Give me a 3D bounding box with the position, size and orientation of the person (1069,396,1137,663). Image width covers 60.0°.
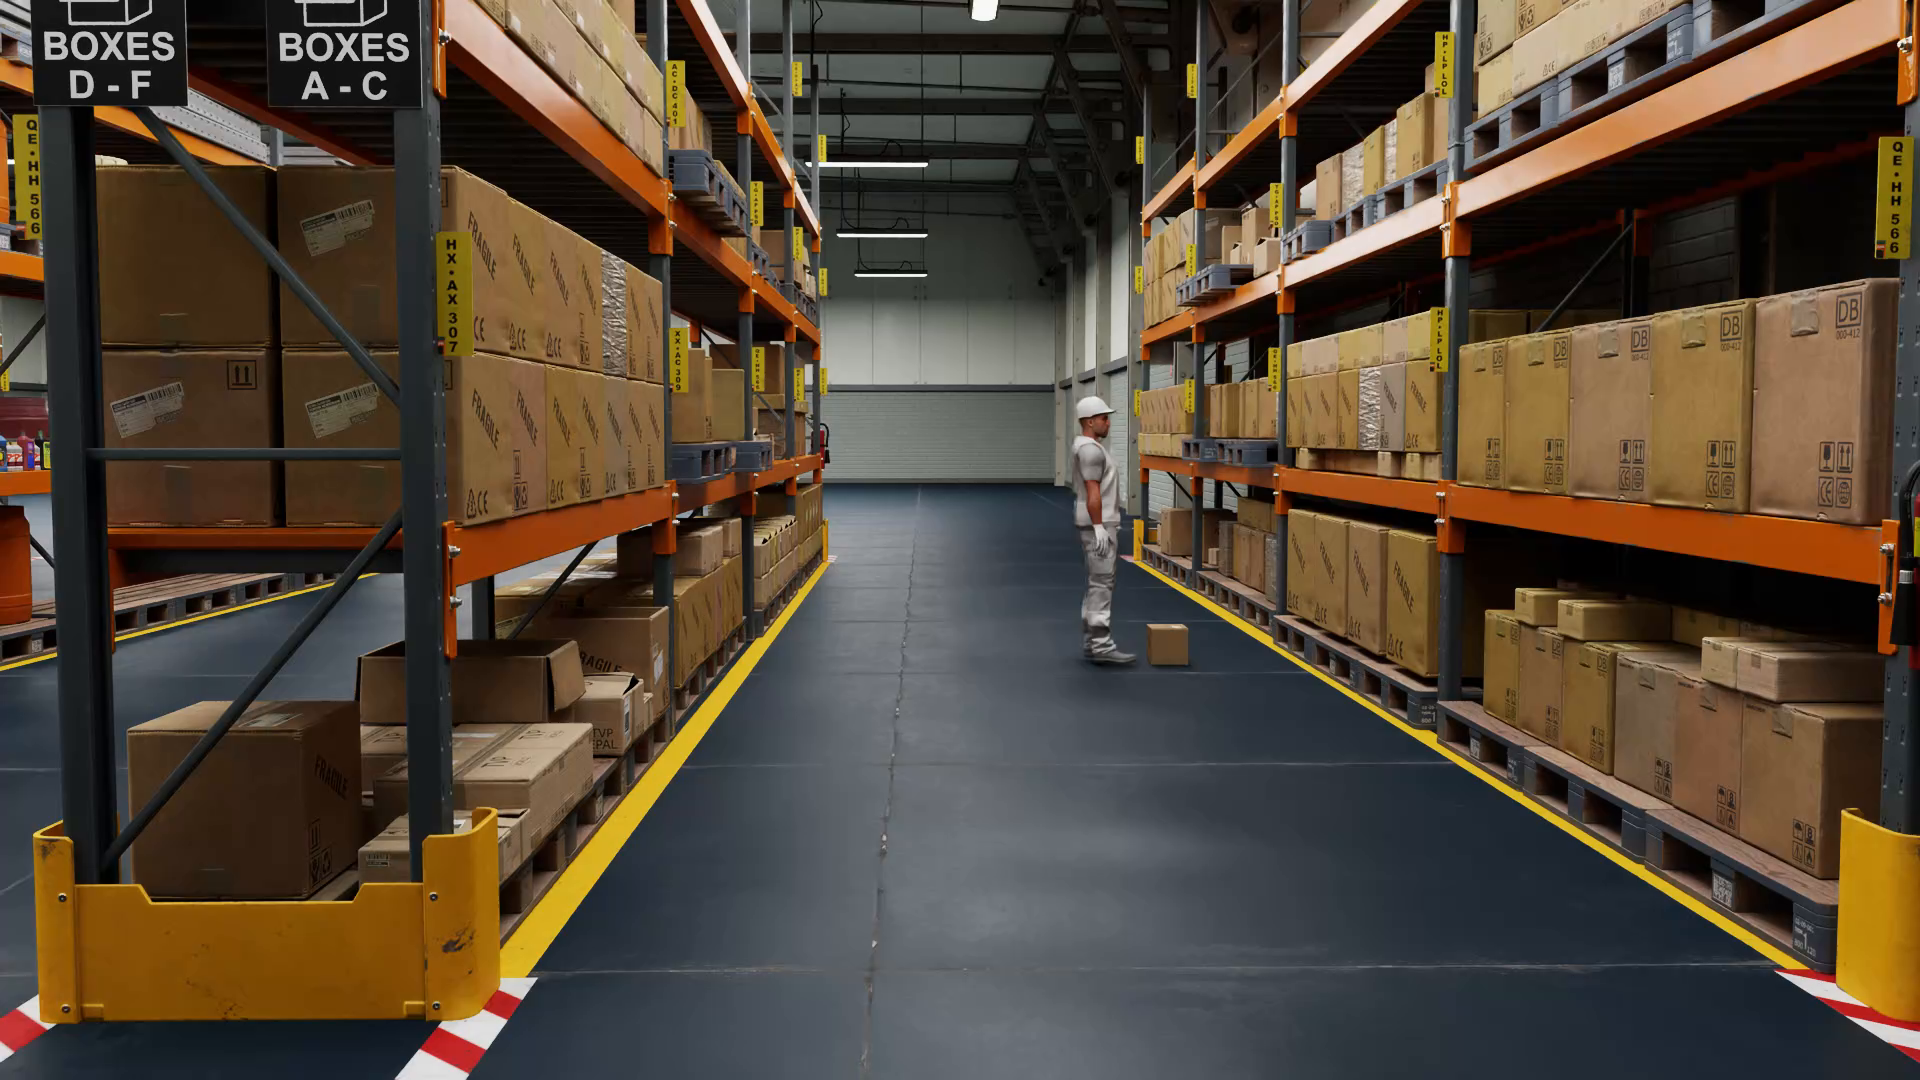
[{"bbox_3d":[0.970,-0.066,11.276,0.441,1.809,0.608,0,4,-1],"label":"person"}]
